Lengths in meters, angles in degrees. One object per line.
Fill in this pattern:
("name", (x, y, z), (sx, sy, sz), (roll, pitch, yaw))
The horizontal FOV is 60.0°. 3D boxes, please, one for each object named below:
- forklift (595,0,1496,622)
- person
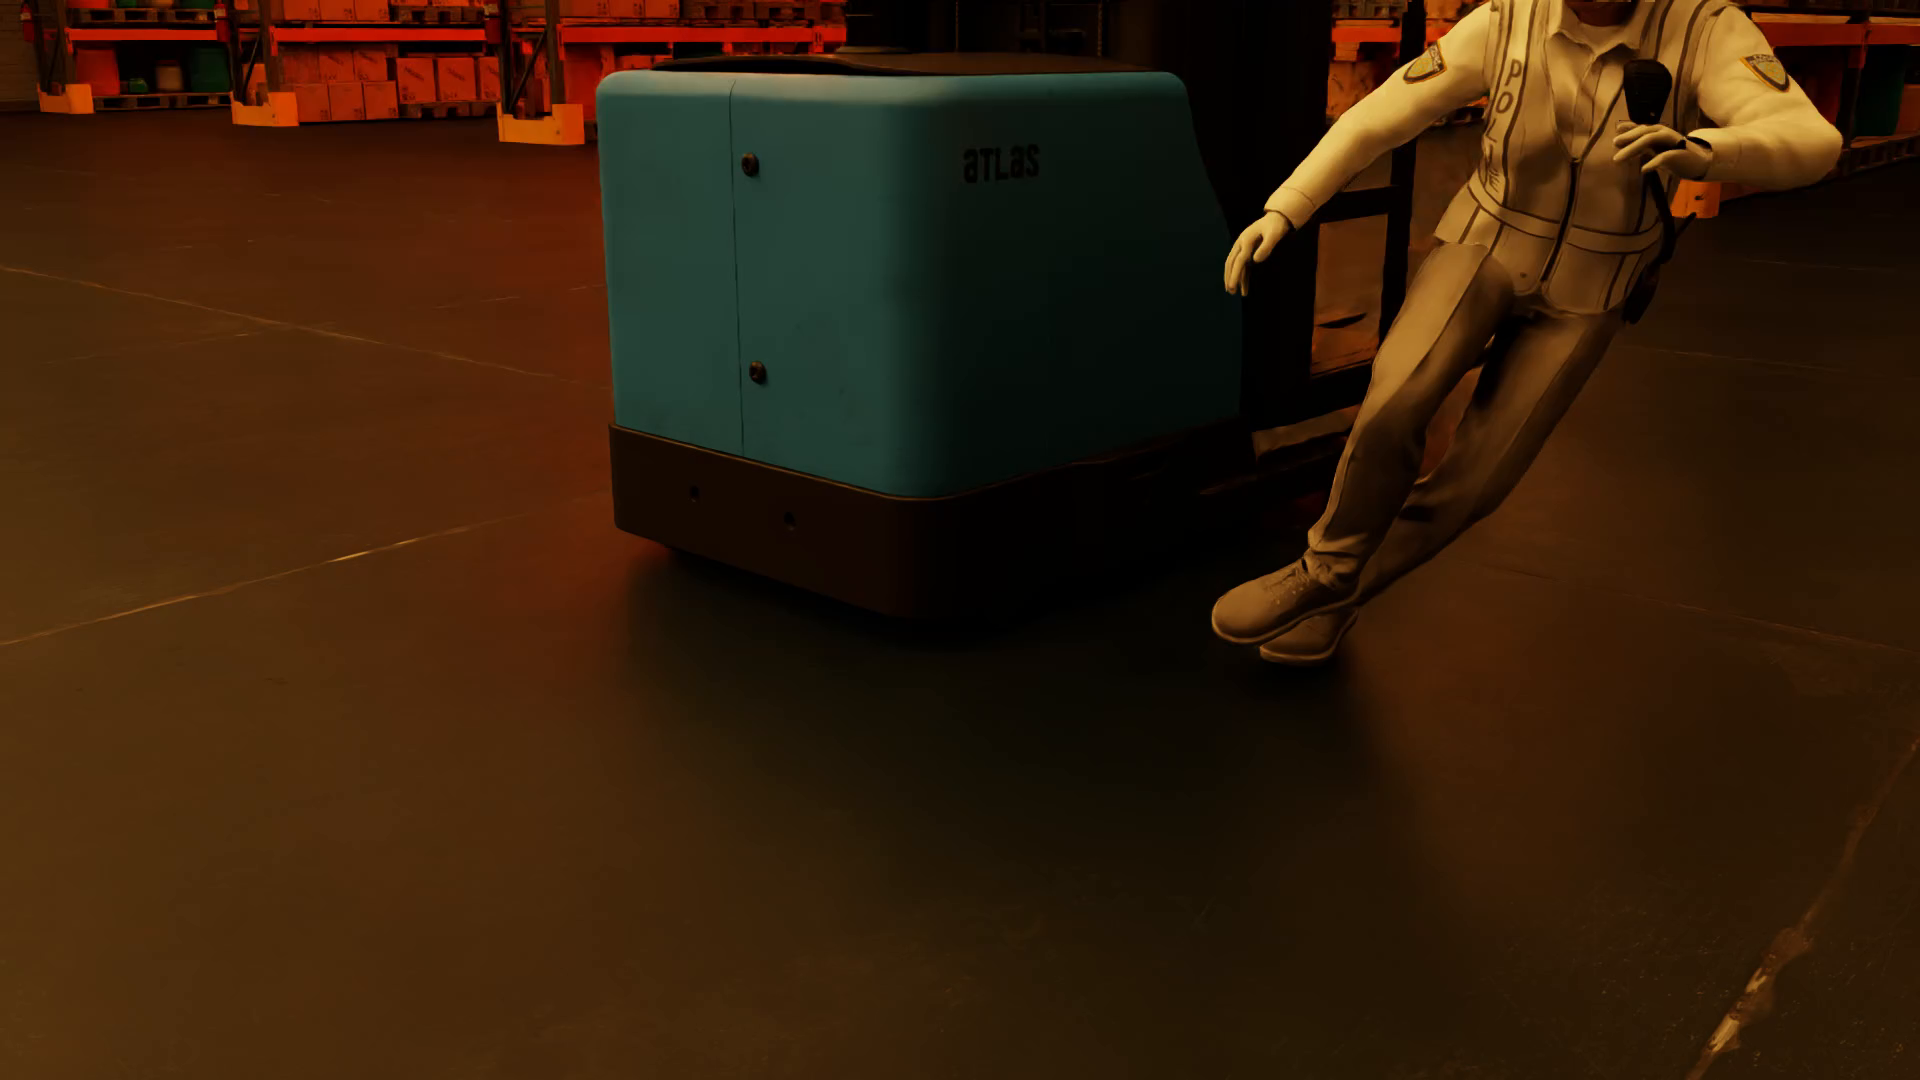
("forklift", (0.576, -1.593, 4.143), (1.130, 2.935, 3.031), (15, 22, 41))
("person", (0.878, -0.392, 2.721), (0.894, 1.424, 0.832), (5, 17, 15))
